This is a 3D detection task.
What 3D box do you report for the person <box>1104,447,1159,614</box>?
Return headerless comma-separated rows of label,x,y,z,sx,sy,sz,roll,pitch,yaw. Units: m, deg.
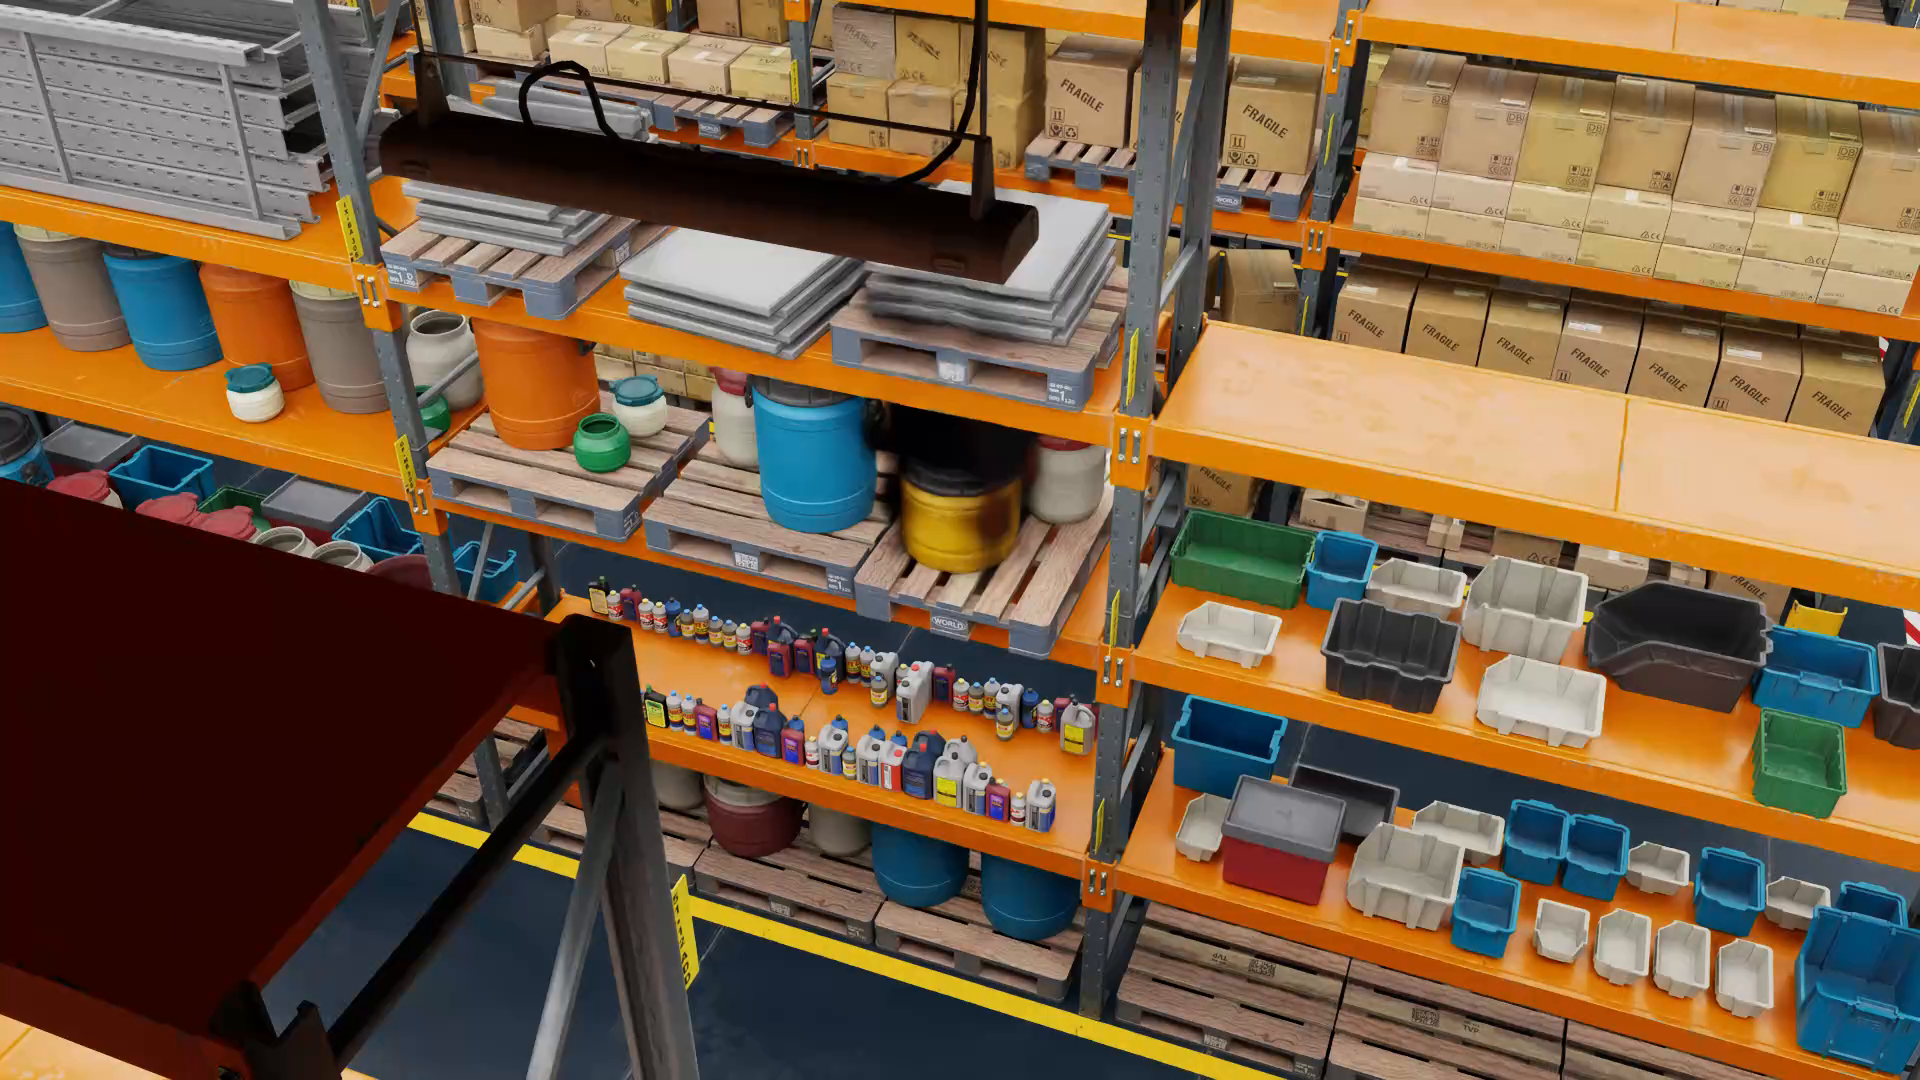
person,1.107,-0.187,11.768,0.735,1.751,0.582,7,37,9
